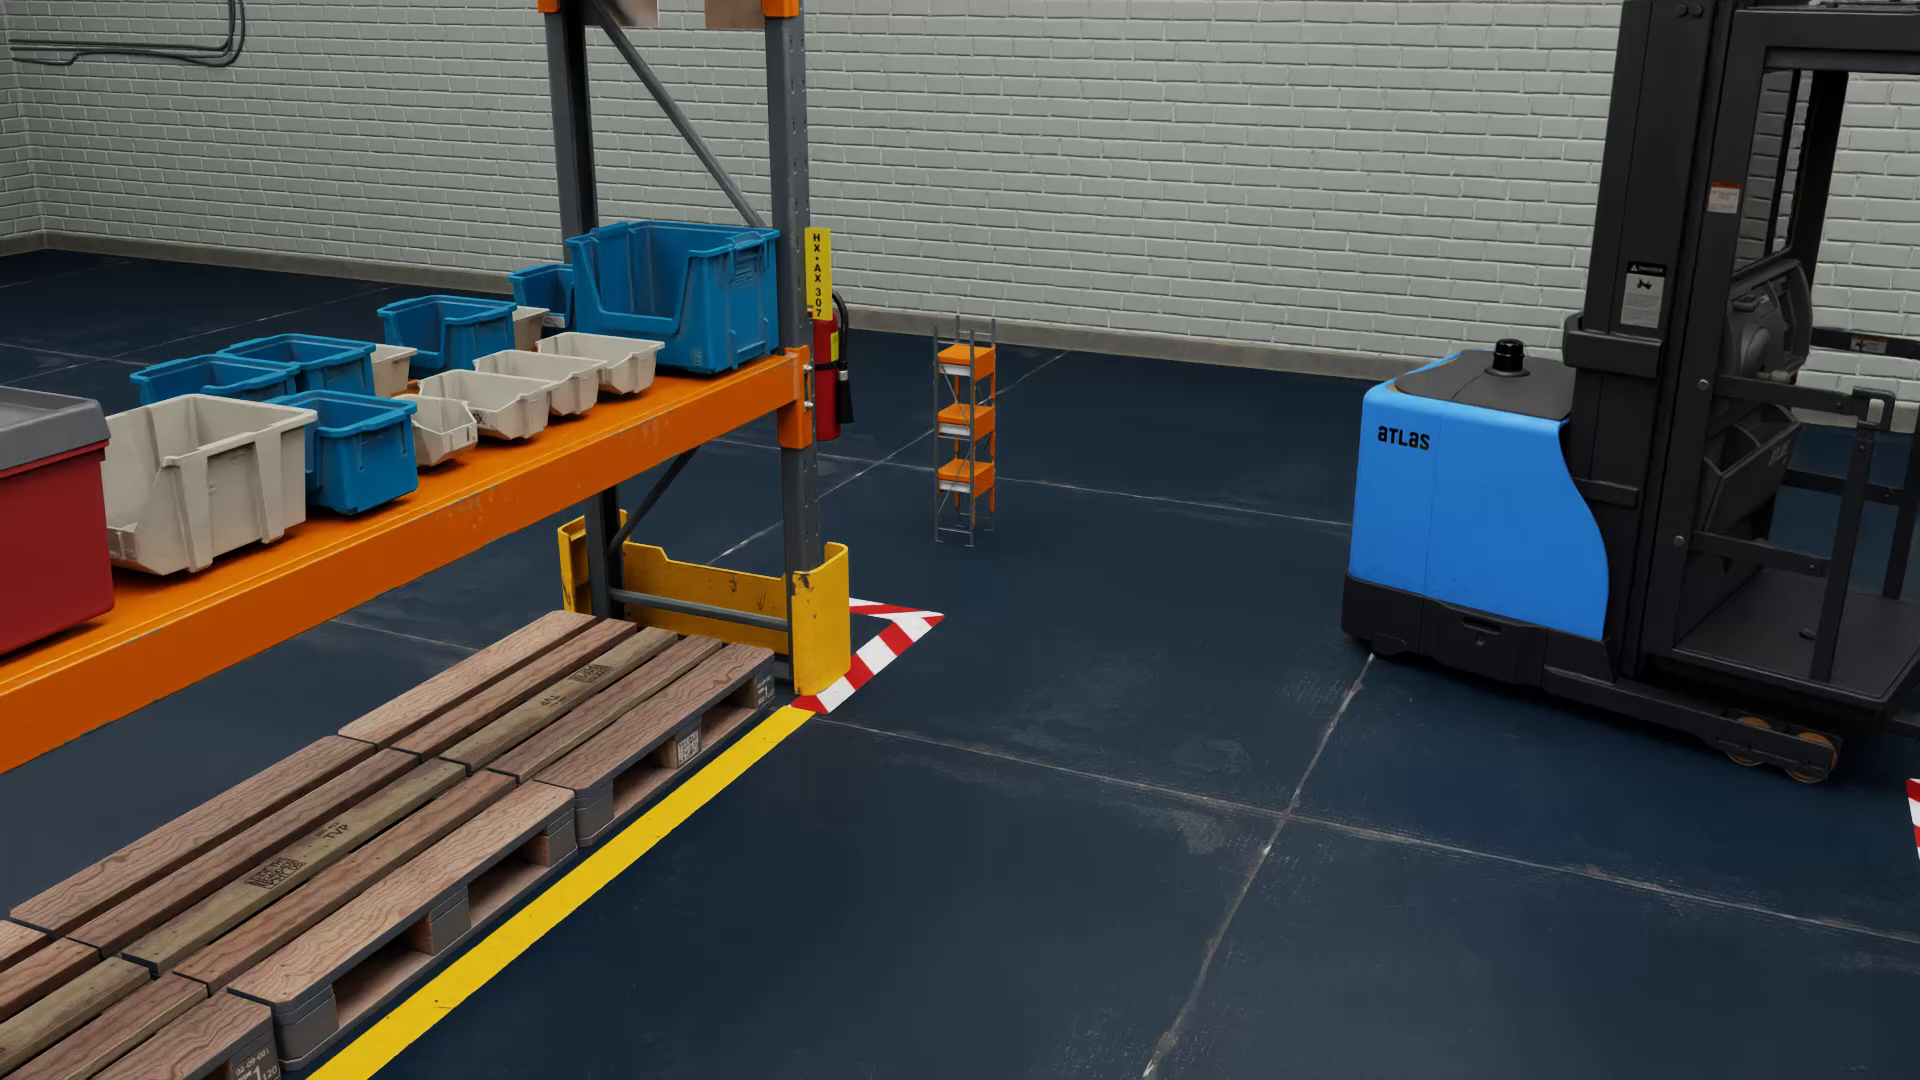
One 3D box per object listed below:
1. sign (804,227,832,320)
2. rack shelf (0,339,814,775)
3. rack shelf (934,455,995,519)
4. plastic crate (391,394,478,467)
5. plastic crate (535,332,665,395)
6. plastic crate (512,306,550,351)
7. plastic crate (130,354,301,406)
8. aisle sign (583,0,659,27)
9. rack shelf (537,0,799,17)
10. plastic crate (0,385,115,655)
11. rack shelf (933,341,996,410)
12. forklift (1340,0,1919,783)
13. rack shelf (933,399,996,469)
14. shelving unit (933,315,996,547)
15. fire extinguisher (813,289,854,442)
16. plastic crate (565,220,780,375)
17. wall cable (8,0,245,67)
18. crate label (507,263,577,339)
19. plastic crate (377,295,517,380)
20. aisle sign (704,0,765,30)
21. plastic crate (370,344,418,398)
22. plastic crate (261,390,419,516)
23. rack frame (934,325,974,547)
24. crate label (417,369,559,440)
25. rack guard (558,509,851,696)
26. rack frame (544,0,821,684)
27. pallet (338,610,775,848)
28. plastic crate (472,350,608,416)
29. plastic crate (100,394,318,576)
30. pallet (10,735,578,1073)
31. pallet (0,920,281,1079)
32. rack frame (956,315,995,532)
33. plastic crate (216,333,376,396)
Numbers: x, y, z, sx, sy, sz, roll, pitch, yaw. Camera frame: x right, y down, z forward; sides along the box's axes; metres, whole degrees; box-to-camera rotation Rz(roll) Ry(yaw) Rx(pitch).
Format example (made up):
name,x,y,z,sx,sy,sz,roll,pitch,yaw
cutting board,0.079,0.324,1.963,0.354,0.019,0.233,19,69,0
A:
name,x,y,z,sx,sy,sz,roll,pitch,yaw
sign,-0.502,-0.945,5.905,0.100,0.325,0.005,9,21,23
rack shelf,-1.830,0.012,4.532,1.077,0.370,4.000,9,21,23
rack shelf,0.022,-0.239,7.936,0.215,0.259,0.240,9,21,23
plastic crate,-1.507,-0.300,4.640,0.298,0.136,0.250,9,21,23
plastic crate,-1.180,-0.568,5.394,0.396,0.136,0.243,9,21,23
plastic crate,-1.619,-0.725,5.835,0.250,0.136,0.298,9,21,23
plastic crate,-2.074,-0.363,4.673,0.416,0.233,0.300,9,21,23
aisle sign,-1.252,-2.226,5.871,0.394,0.787,0.004,9,21,23
rack shelf,-1.830,-1.401,4.029,1.077,0.370,4.000,9,21,23
plastic crate,-2.054,-0.012,3.342,0.402,0.464,0.583,9,21,23
rack shelf,0.022,-0.768,7.747,0.215,0.259,0.240,9,21,23
forklift,2.996,-0.755,5.719,3.031,2.935,1.130,16,25,37
rack shelf,0.022,-0.501,7.842,0.215,0.259,0.240,9,21,23
shelving unit,0.022,-0.511,7.839,0.215,1.050,0.252,9,21,23
fire extinguisher,-0.534,-0.710,6.160,0.296,0.674,0.183,9,21,23
plastic crate,-0.978,-0.855,5.754,0.616,0.435,0.499,9,21,23
wall cable,-7.407,-5.341,14.192,3.097,2.526,0.112,9,21,23
crate label,-1.412,-0.857,6.063,0.416,0.233,0.303,9,21,23
plastic crate,-1.682,-0.656,5.497,0.416,0.233,0.300,9,21,23
aisle sign,-0.714,-2.145,5.644,0.394,0.787,0.004,9,21,23
plastic crate,-1.897,-0.518,5.252,0.250,0.136,0.298,9,21,23
plastic crate,-1.618,-0.225,4.284,0.416,0.233,0.300,9,21,23
rack frame,-0.028,-0.474,7.734,0.200,1.050,0.008,9,21,23
crate label,-1.403,-0.393,4.901,0.396,0.136,0.243,9,21,23
rack guard,-1.013,0.230,6.575,1.175,0.500,0.348,9,21,23
rack frame,-1.011,-0.938,6.130,1.000,3.000,0.127,9,21,23
pallet,-1.384,0.622,5.904,1.003,0.211,1.213,9,21,23
plastic crate,-1.311,-0.481,5.150,0.396,0.136,0.243,9,21,23
plastic crate,-1.855,-0.129,3.943,0.437,0.282,0.530,9,21,23
pallet,-1.885,0.994,4.859,1.003,0.211,1.213,9,21,23
pallet,-2.383,1.368,3.806,1.003,0.211,1.213,9,21,23
rack frame,0.072,-0.548,7.944,0.200,1.050,0.008,9,21,23
plastic crate,-1.951,-0.455,4.931,0.416,0.233,0.300,9,21,23
